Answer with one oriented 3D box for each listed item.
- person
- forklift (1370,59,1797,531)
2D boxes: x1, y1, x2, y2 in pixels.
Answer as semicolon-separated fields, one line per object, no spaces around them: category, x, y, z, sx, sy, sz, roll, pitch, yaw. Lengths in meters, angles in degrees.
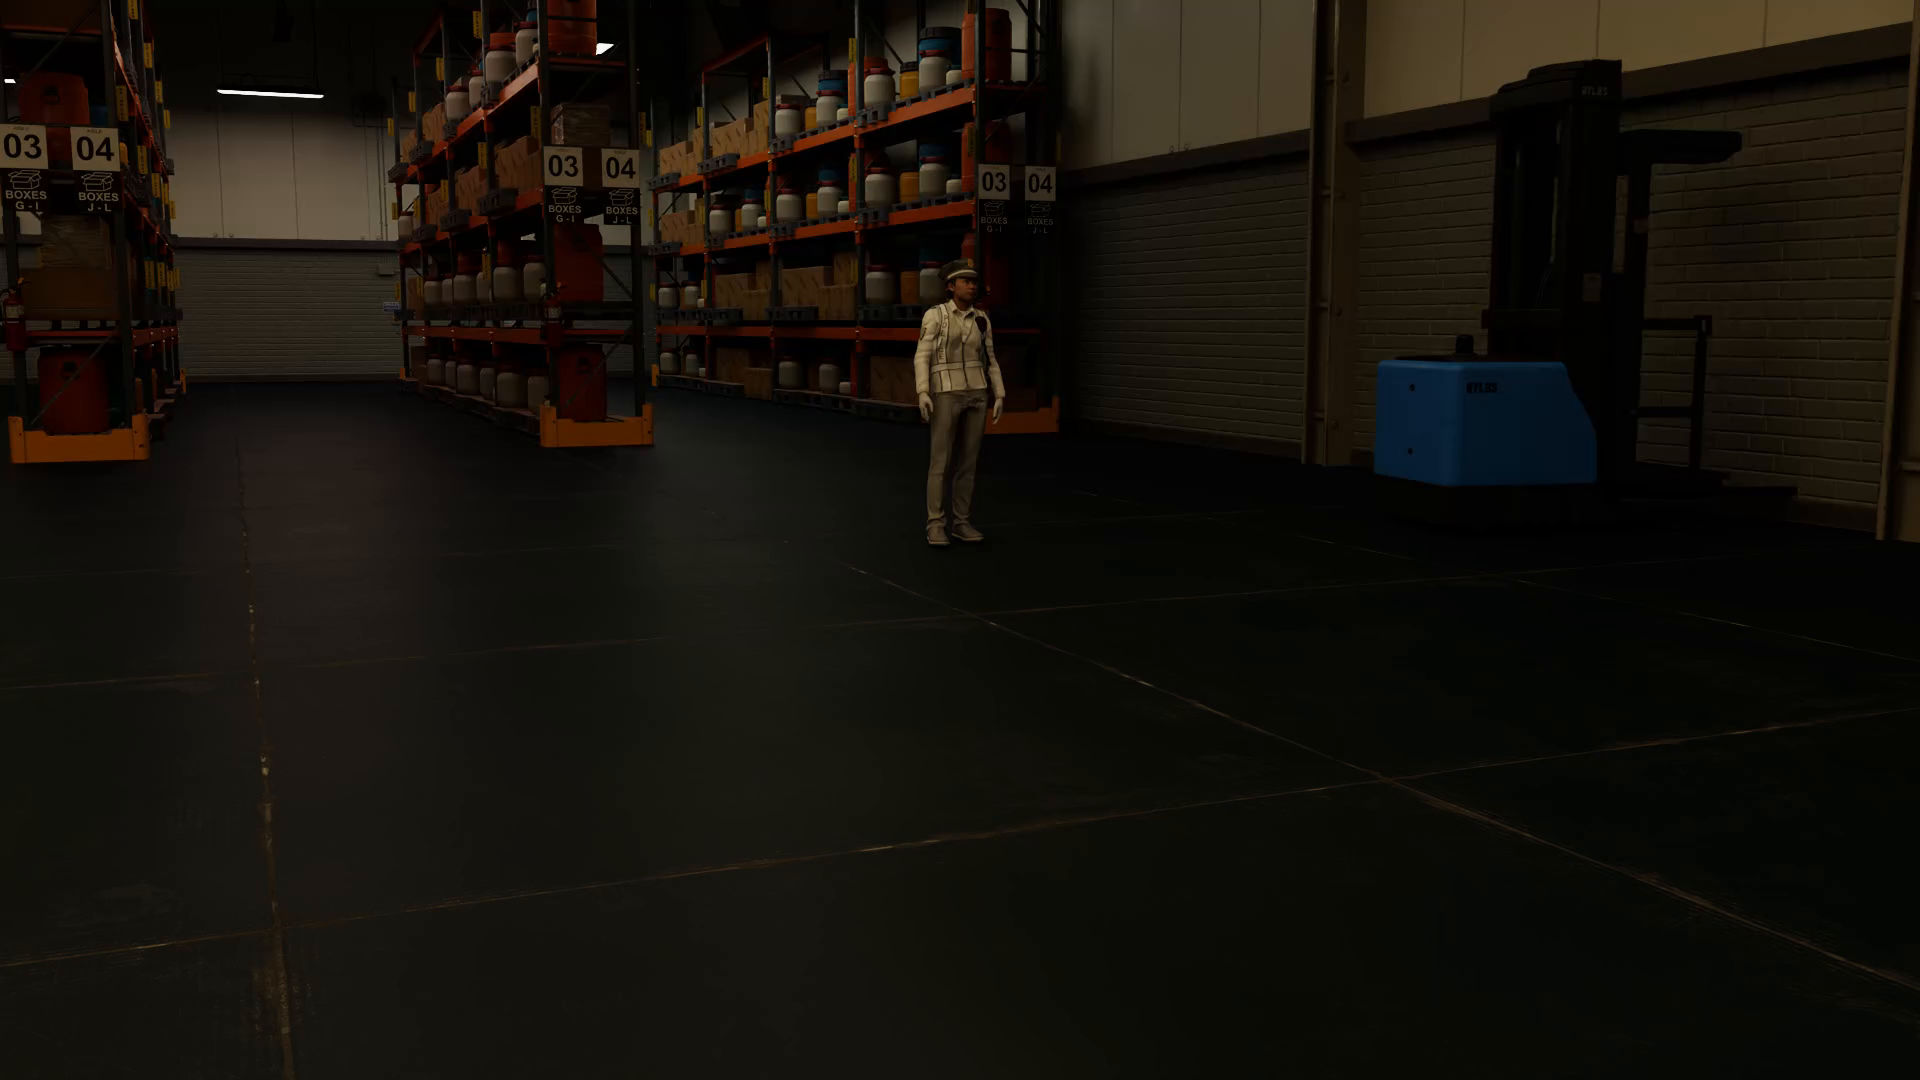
person;0.022;-0.838;9.977;0.587;1.695;0.531;-3;8;-23
forklift;4.341;-1.583;10.950;3.031;2.935;1.130;-2;8;-13
